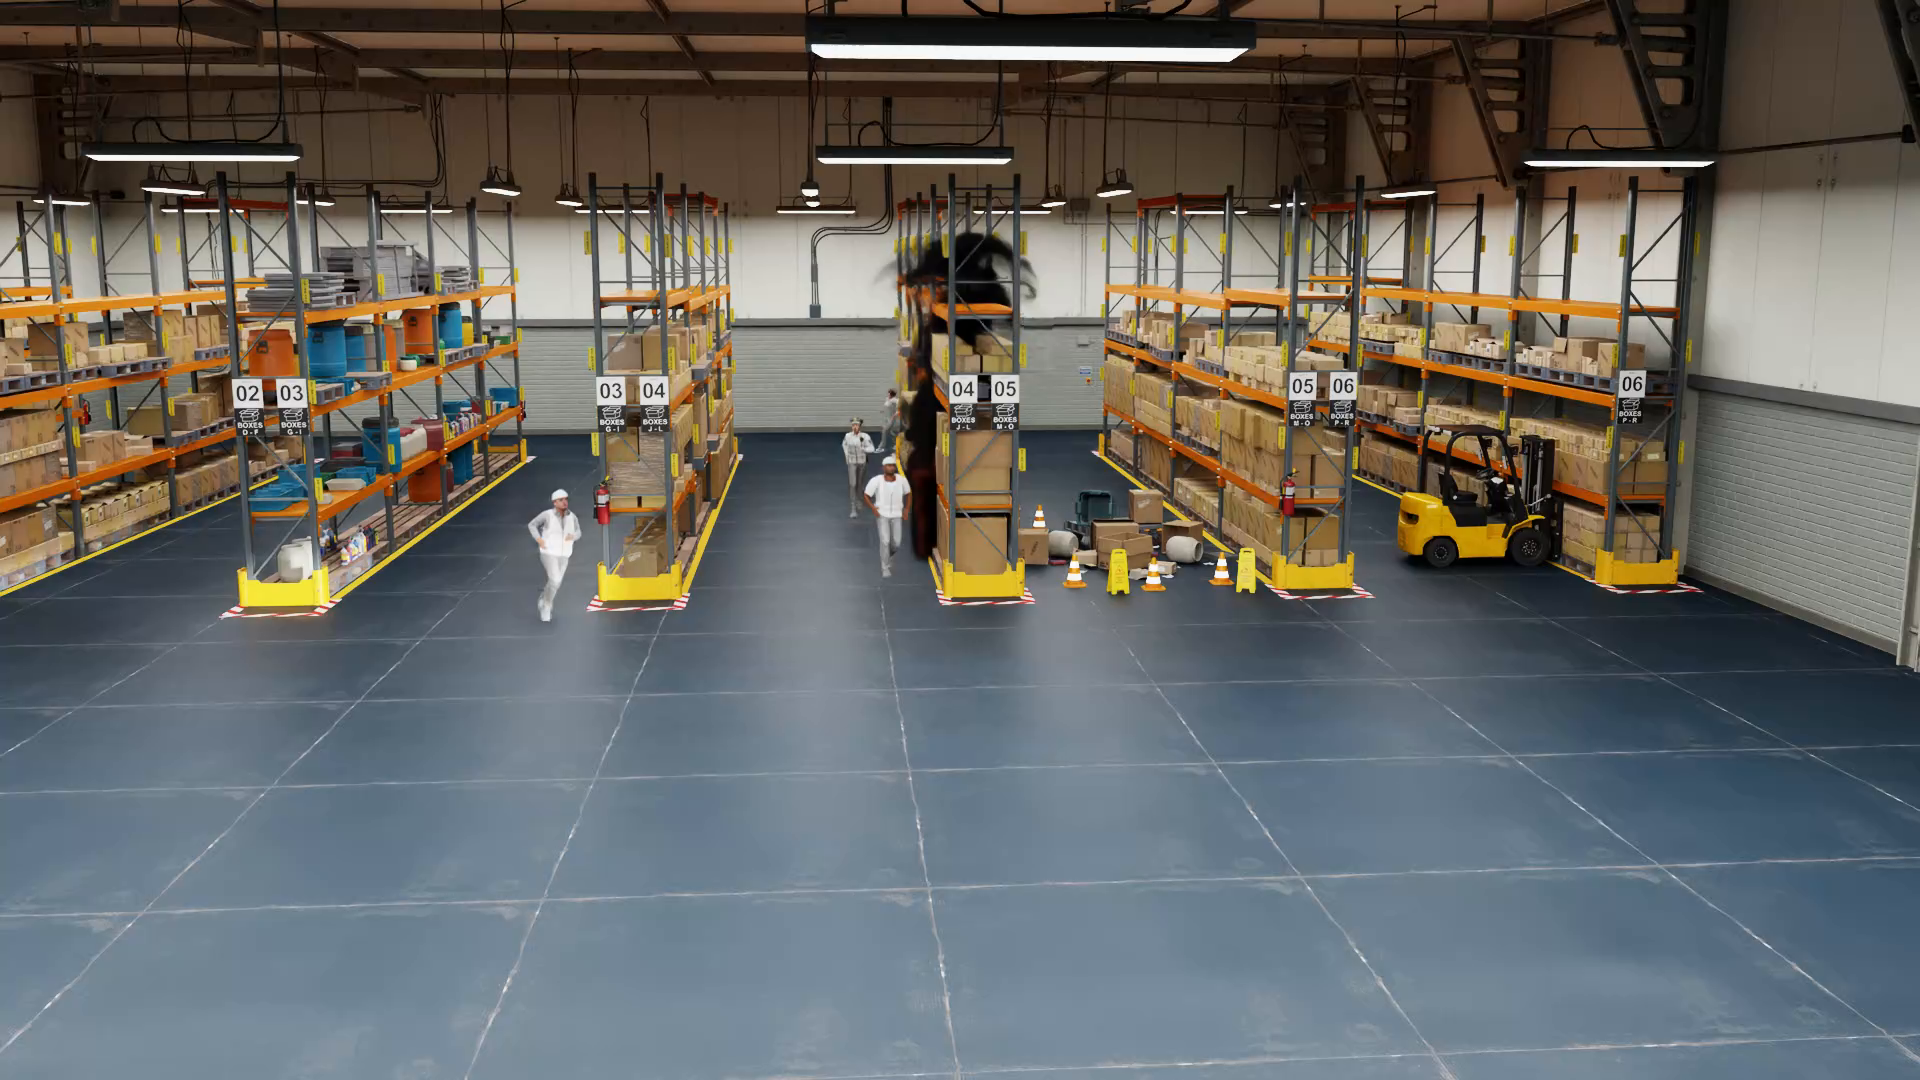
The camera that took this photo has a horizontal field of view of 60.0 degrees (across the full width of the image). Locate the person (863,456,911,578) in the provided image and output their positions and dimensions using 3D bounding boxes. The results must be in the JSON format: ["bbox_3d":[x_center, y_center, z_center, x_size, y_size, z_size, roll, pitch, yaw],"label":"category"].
[{"bbox_3d":[-1.037,-0.348,24.130,0.728,1.750,0.557,-3,10,-16],"label":"person"}]

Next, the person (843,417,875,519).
[{"bbox_3d":[-1.809,-1.314,29.720,0.584,1.772,0.733,0,10,-2],"label":"person"}]

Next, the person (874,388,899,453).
[{"bbox_3d":[-1.699,-2.921,40.635,0.756,1.588,0.597,-5,11,-26],"label":"person"}]

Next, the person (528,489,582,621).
[{"bbox_3d":[-5.474,0.202,22.614,0.642,1.800,0.659,-9,14,-42],"label":"person"}]
